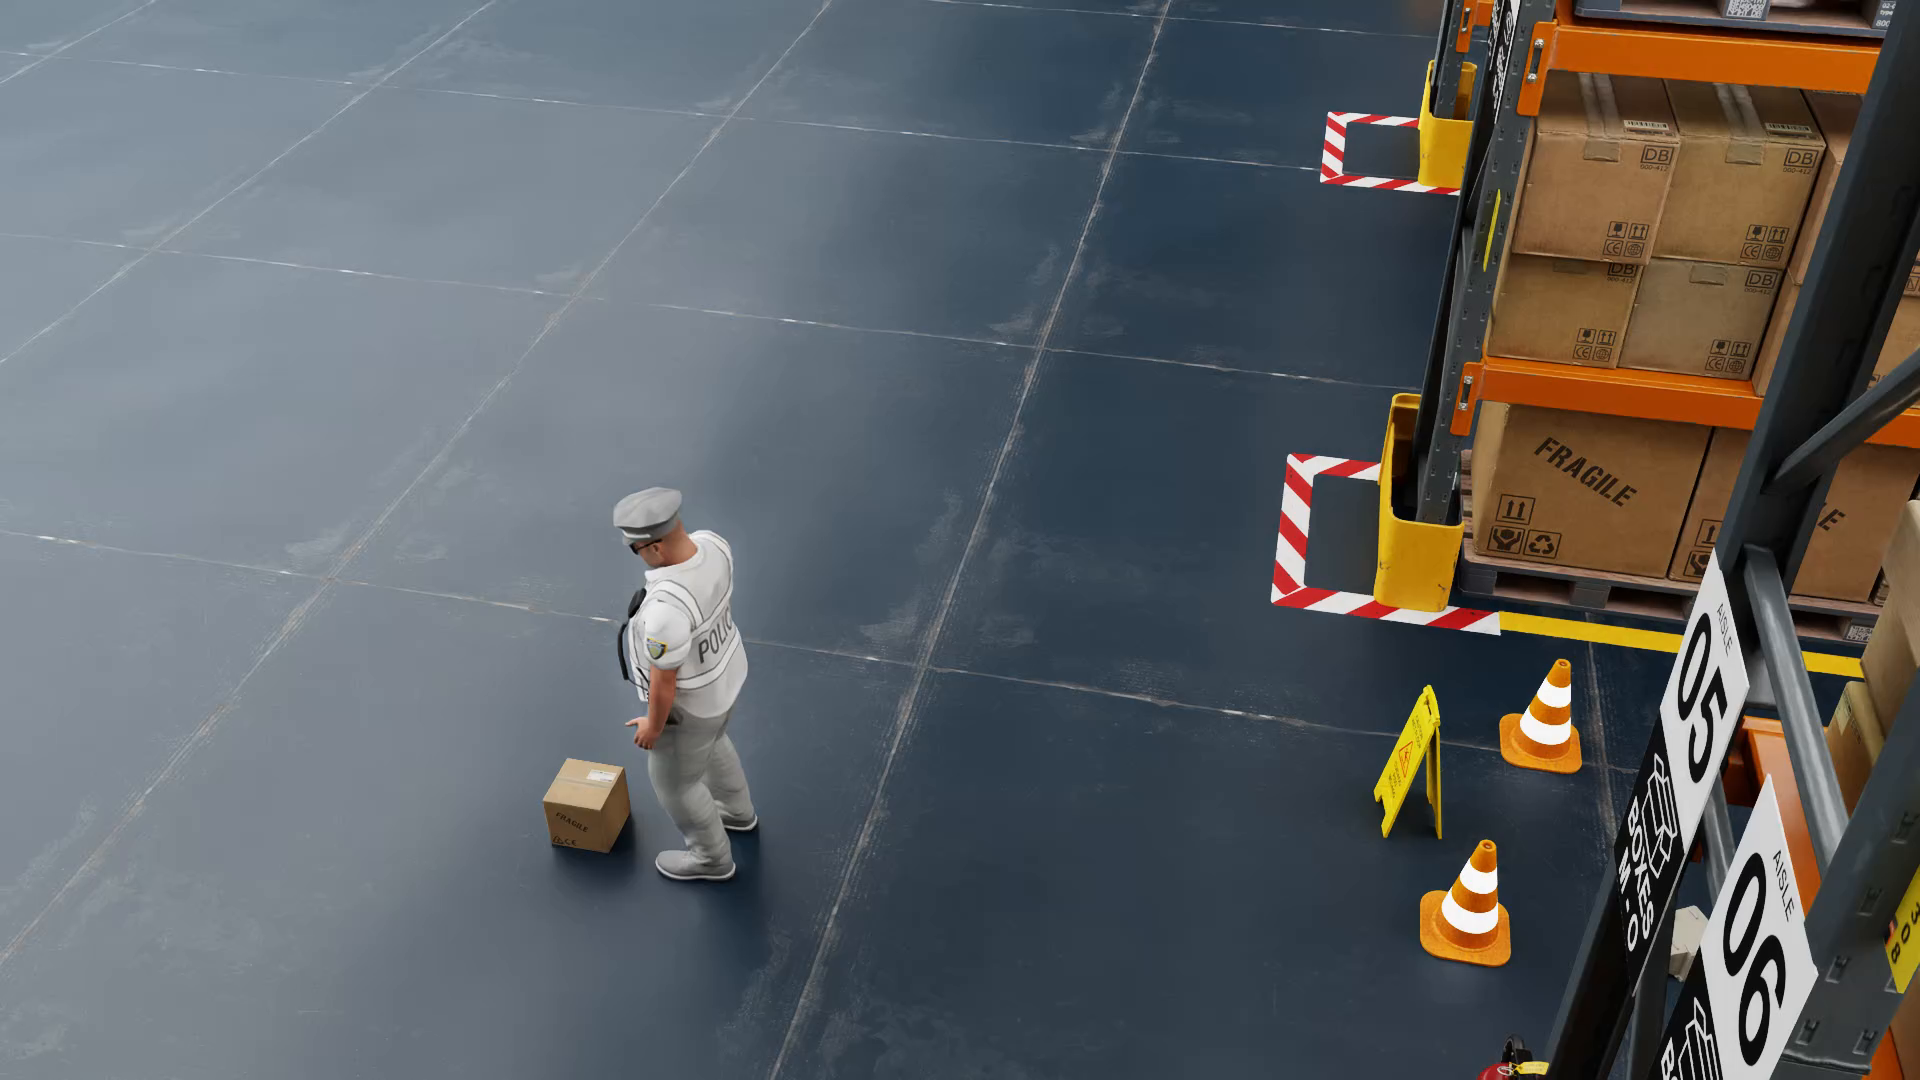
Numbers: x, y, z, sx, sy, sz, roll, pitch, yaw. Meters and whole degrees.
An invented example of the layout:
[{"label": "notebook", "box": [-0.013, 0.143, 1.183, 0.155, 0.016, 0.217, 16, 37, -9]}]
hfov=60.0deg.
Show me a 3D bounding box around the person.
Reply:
[{"label": "person", "box": [-1.011, 0.567, 6.212, 0.388, 1.734, 0.535, 8, 37, 11]}]
